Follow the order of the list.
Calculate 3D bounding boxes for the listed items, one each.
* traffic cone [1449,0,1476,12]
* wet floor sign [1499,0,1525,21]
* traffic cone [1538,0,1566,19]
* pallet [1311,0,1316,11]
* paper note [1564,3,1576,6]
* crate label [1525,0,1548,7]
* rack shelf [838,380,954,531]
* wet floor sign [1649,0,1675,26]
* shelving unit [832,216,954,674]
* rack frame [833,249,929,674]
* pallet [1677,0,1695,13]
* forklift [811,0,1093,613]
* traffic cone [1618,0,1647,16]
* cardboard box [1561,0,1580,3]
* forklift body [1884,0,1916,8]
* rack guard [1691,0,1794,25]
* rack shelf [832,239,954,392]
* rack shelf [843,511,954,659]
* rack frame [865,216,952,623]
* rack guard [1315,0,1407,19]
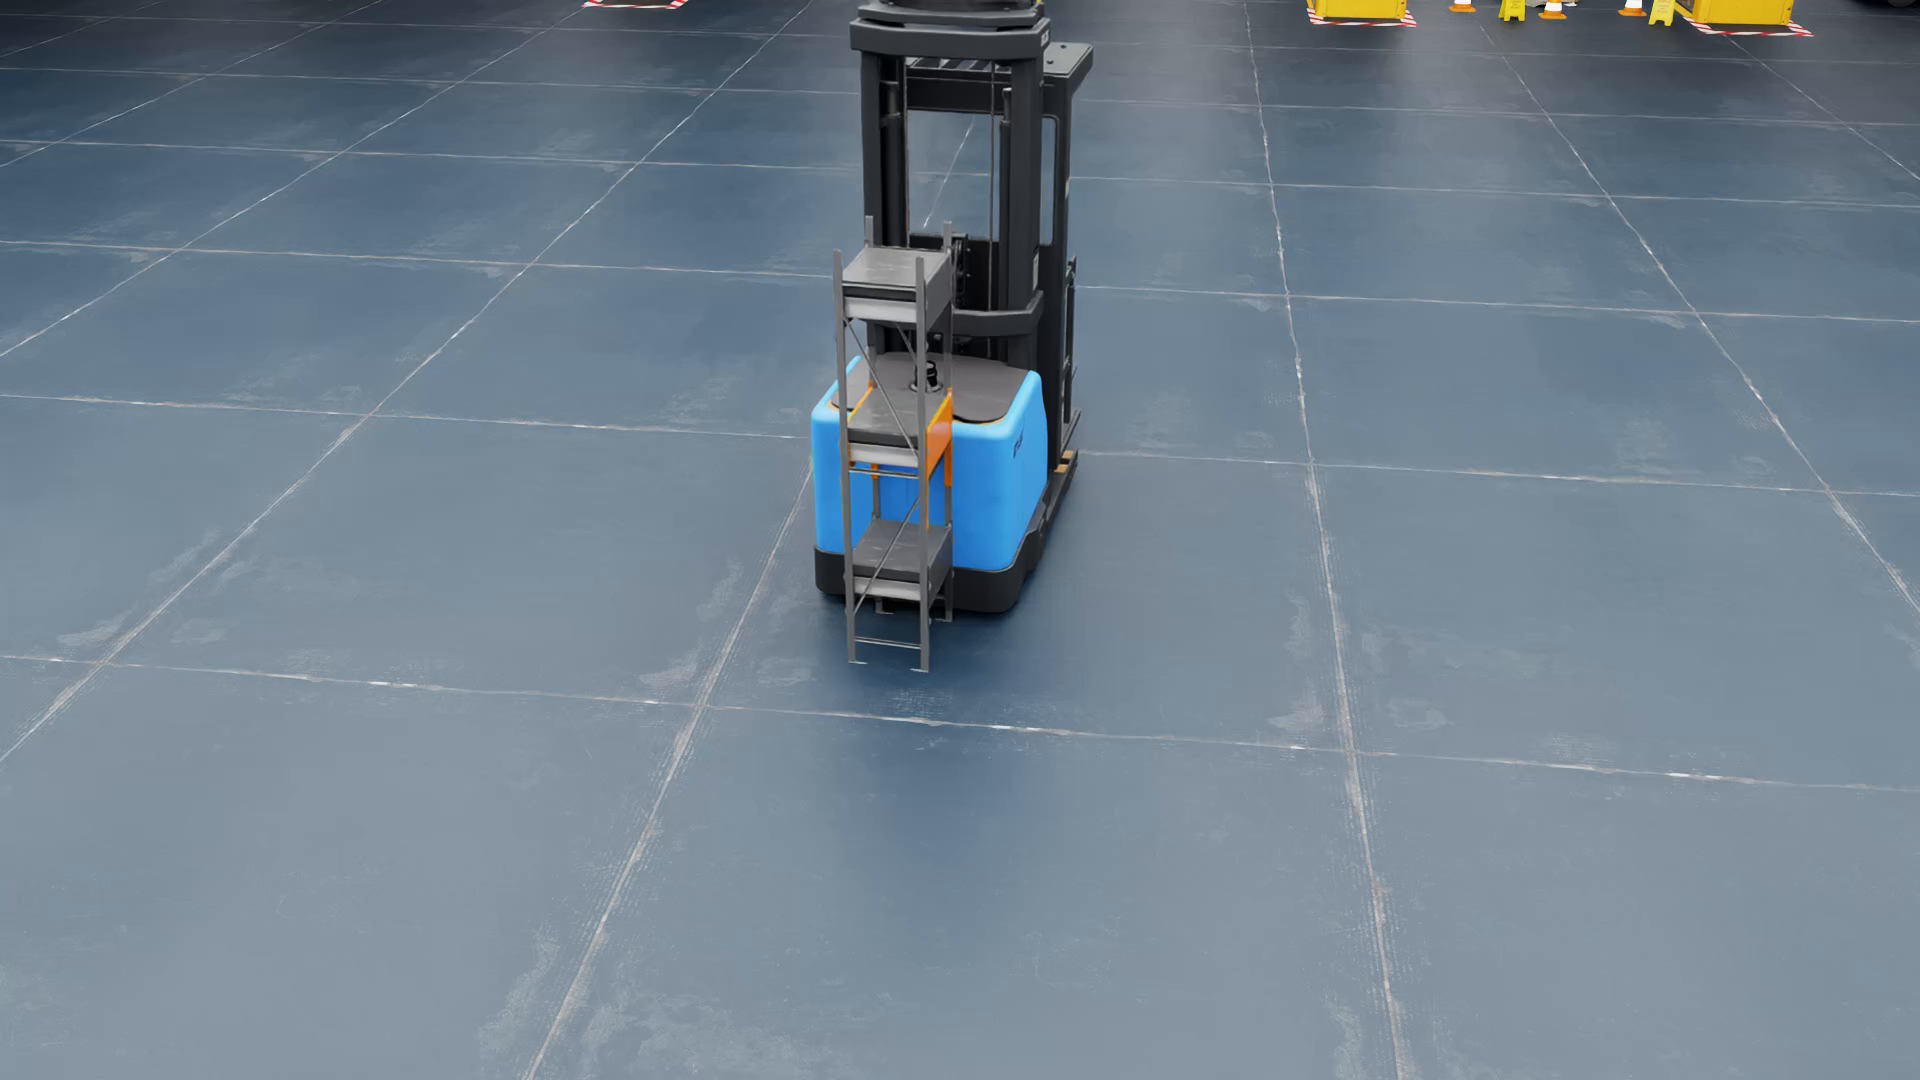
[{"bbox_3d":[6.840,-7.427,22.549,0.336,0.463,0.334,3,28,6],"label":"traffic cone"},{"bbox_3d":[7.327,-7.212,21.956,0.267,0.644,0.232,-1,28,-3],"label":"wet floor sign"},{"bbox_3d":[7.920,-7.202,22.130,0.336,0.463,0.334,3,28,6],"label":"traffic cone"},{"bbox_3d":[5.386,-7.530,23.005,1.003,0.211,1.213,3,28,6],"label":"pallet"},{"bbox_3d":[8.431,-7.390,22.936,0.148,0.019,0.142,-6,29,-11],"label":"paper note"},{"bbox_3d":[7.954,-7.432,22.901,0.250,0.136,0.298,-11,30,-20],"label":"crate label"},{"bbox_3d":[-0.292,-0.401,7.809,0.431,0.518,0.480,6,29,12],"label":"rack shelf"},{"bbox_3d":[9.205,-7.073,21.699,0.267,0.644,0.232,14,31,24],"label":"wet floor sign"},{"bbox_3d":[-0.292,-0.413,7.802,0.431,2.100,0.503,6,29,12],"label":"shelving unit"},{"bbox_3d":[-0.348,-0.300,7.593,0.400,2.100,0.015,6,29,12],"label":"rack frame"},{"bbox_3d":[10.435,-7.325,22.625,1.003,0.211,1.213,3,28,6],"label":"pallet"},{"bbox_3d":[0.087,-1.604,9.137,1.130,2.935,3.031,6,29,12],"label":"forklift"},{"bbox_3d":[9.063,-7.297,22.307,0.336,0.463,0.334,3,28,6],"label":"traffic cone"},{"bbox_3d":[8.446,-7.616,23.229,0.380,0.149,0.250,20,34,32],"label":"cardboard box"},{"bbox_3d":[13.639,-8.475,22.713,2.313,2.155,1.214,3,28,6],"label":"forklift body"},{"bbox_3d":[10.300,-7.072,21.850,1.175,0.500,0.348,3,28,6],"label":"rack guard"},{"bbox_3d":[-0.292,-1.017,7.477,0.431,0.518,0.480,6,29,12],"label":"rack shelf"},{"bbox_3d":[-0.292,0.215,8.141,0.431,0.518,0.480,6,29,12],"label":"rack shelf"},{"bbox_3d":[-0.236,-0.525,8.011,0.400,2.100,0.015,6,29,12],"label":"rack frame"},{"bbox_3d":[5.363,-7.265,22.208,1.175,0.500,0.348,3,28,6],"label":"rack guard"}]
